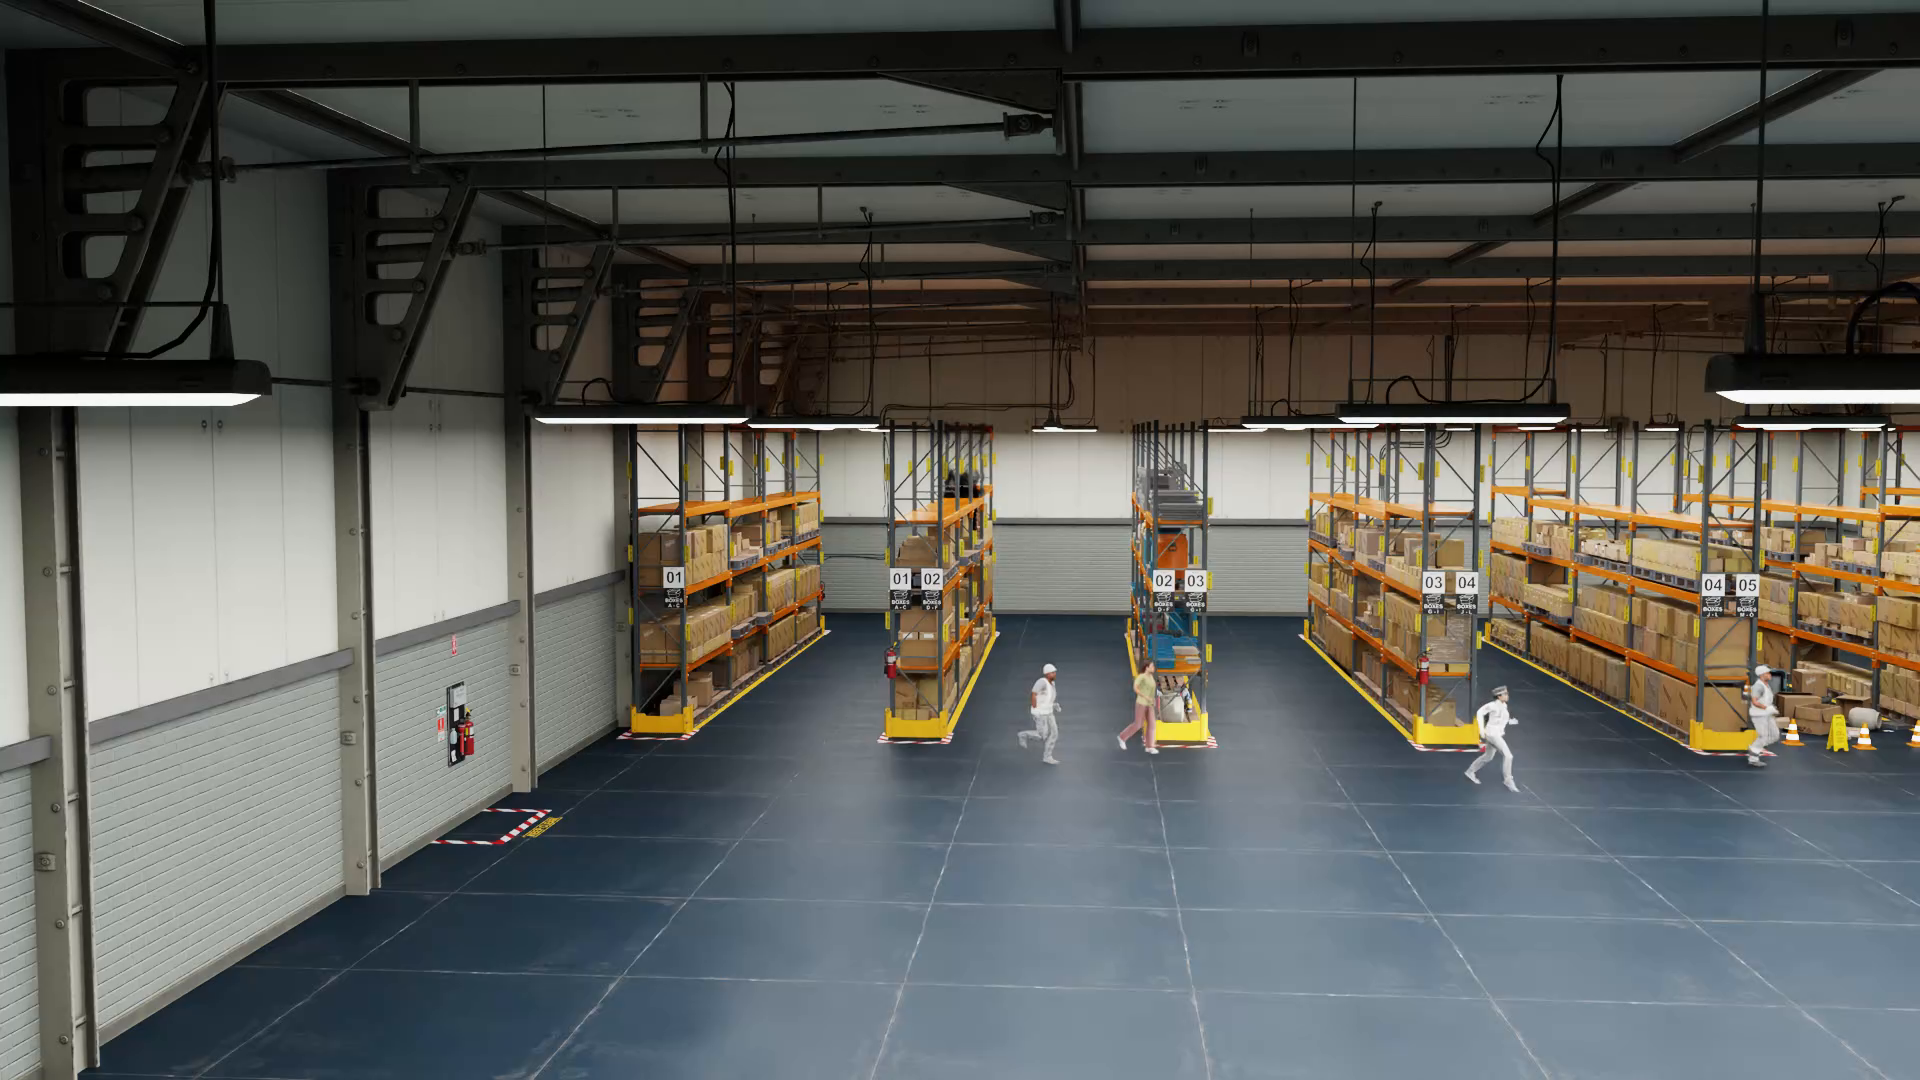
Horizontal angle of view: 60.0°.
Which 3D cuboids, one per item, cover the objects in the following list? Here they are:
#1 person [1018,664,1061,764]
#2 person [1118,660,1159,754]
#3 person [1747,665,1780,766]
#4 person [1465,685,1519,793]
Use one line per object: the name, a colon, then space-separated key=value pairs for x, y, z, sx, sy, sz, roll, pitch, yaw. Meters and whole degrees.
person: x=1.399 y=3.031 z=29.113 sx=0.788 sy=1.744 sz=0.699 roll=2 pitch=4 yaw=29
person: x=3.343 y=2.984 z=30.075 sx=0.859 sy=1.644 sz=0.648 roll=3 pitch=5 yaw=40
person: x=13.841 y=3.030 z=28.632 sx=0.574 sy=1.745 sz=0.653 roll=3 pitch=5 yaw=43
person: x=8.589 y=3.189 z=26.832 sx=0.881 sy=1.732 sz=0.634 roll=3 pitch=4 yaw=35
